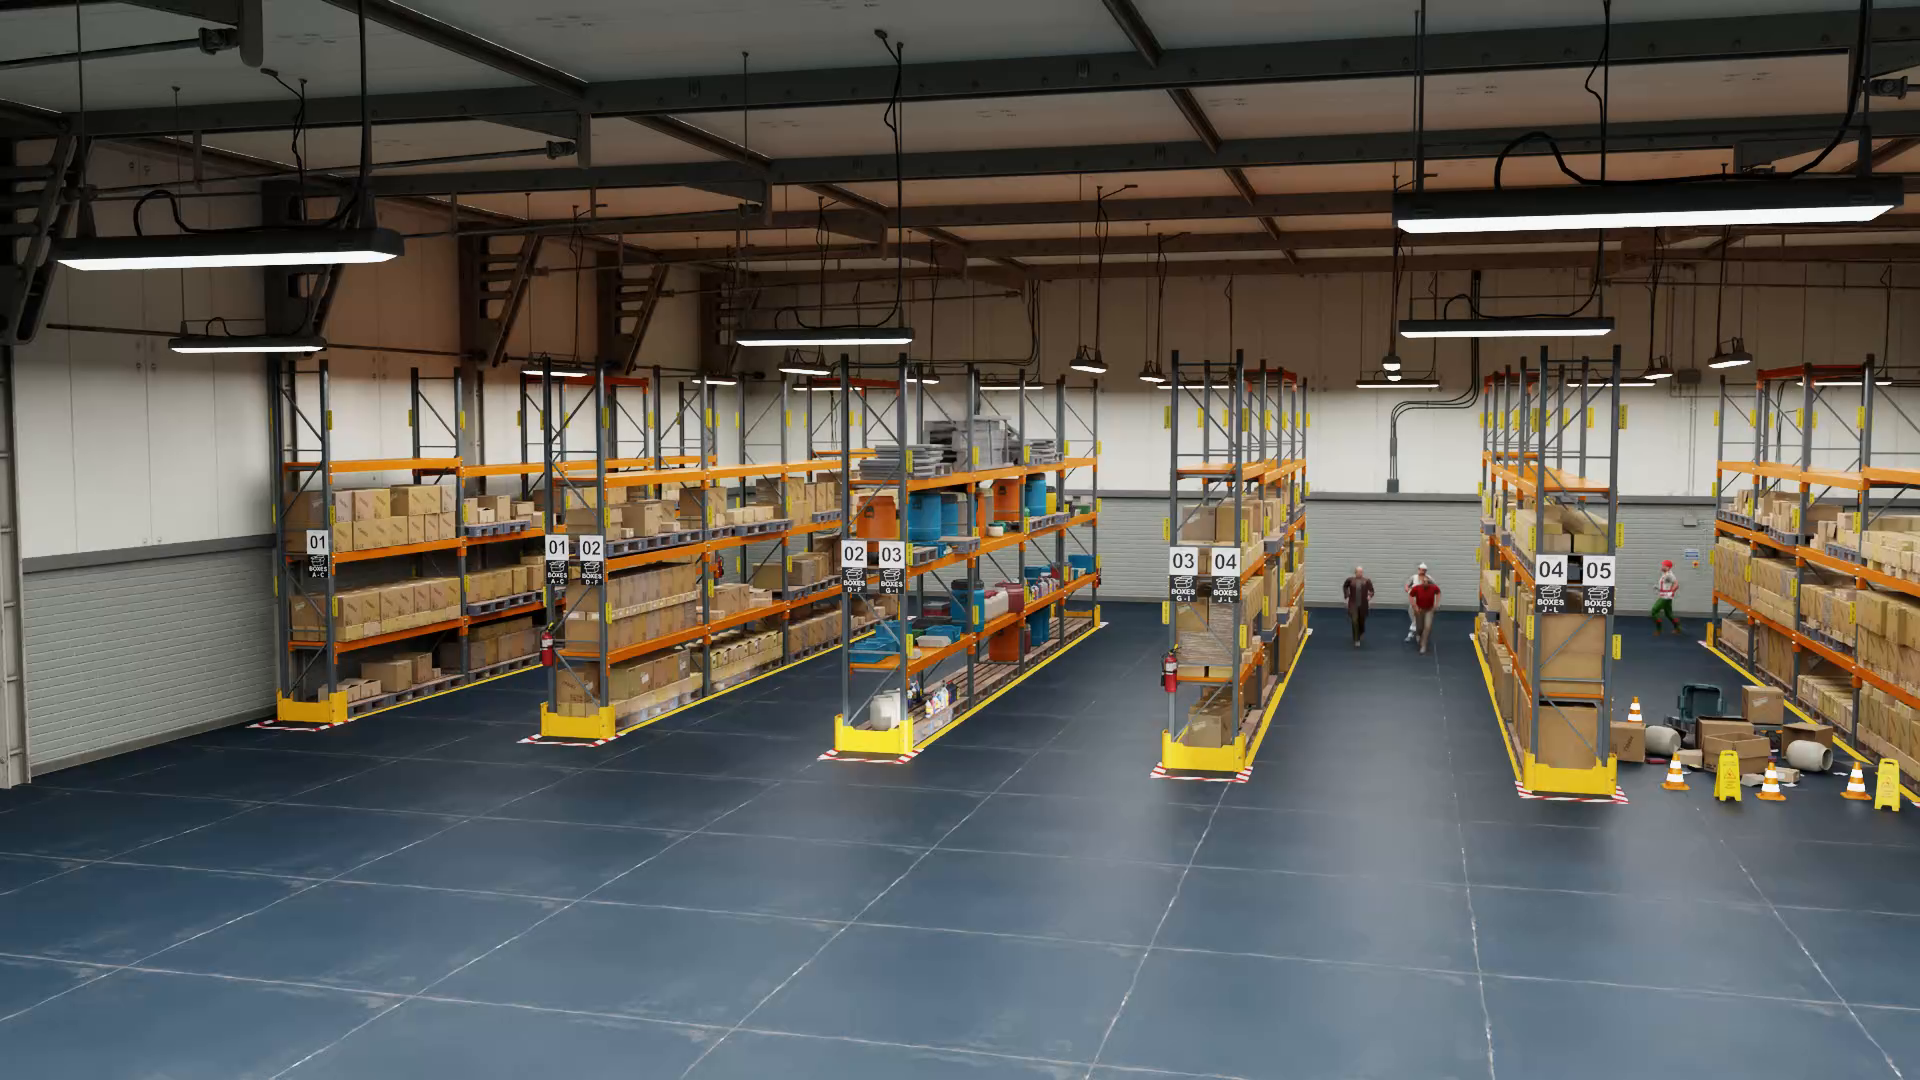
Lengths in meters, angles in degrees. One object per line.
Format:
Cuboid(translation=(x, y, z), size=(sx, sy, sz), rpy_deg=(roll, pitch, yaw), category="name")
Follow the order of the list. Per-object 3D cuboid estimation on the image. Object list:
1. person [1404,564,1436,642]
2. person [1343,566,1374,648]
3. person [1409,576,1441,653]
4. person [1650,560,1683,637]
Cuboid(translation=(10.416, 1.407, 37.671), size=(0.692, 1.767, 0.921), rpy_deg=(2, 5, 30), category="person")
Cuboid(translation=(8.872, 1.463, 37.054), size=(0.687, 1.775, 1.007), rpy_deg=(1, 4, 12), category="person")
Cuboid(translation=(10.117, 1.595, 36.247), size=(0.683, 1.691, 0.900), rpy_deg=(0, 4, 6), category="person")
Cuboid(translation=(16.306, 1.361, 38.352), size=(0.725, 1.811, 0.693), rpy_deg=(2, 5, 24), category="person")
